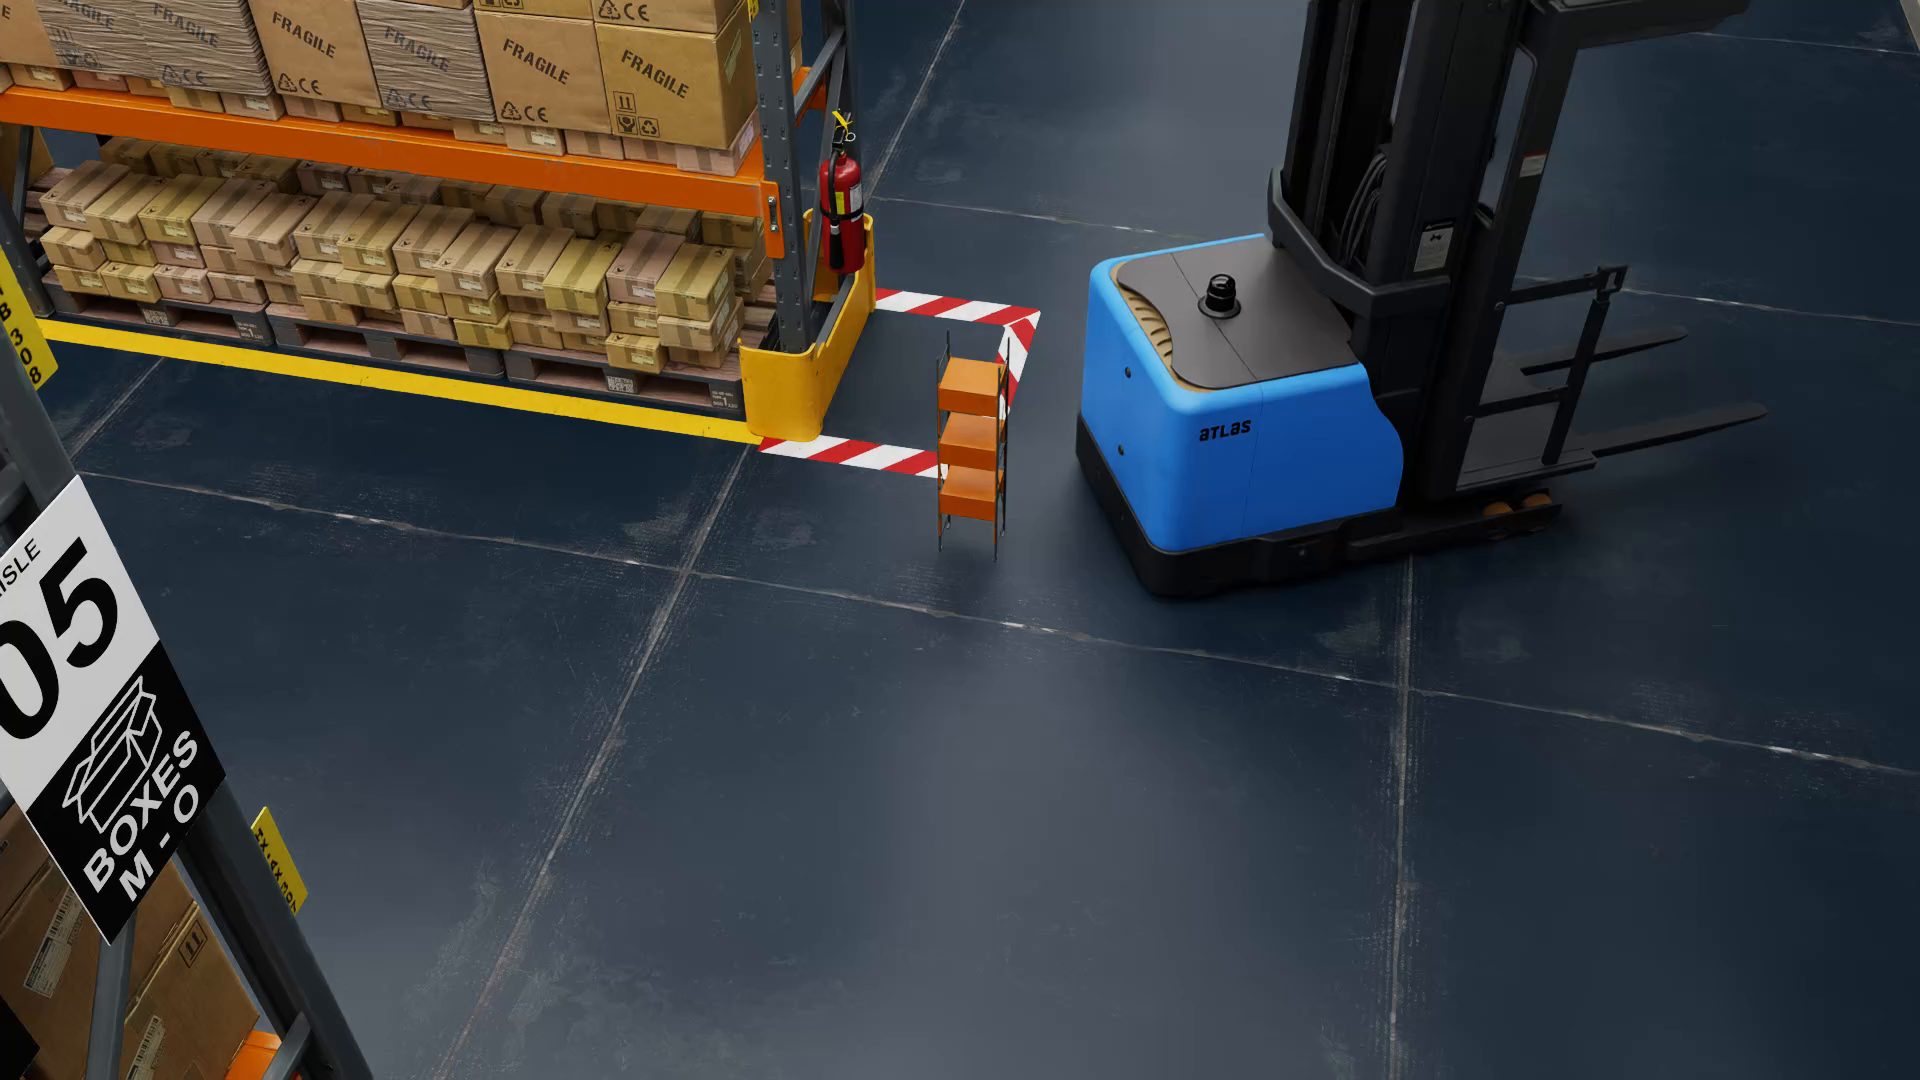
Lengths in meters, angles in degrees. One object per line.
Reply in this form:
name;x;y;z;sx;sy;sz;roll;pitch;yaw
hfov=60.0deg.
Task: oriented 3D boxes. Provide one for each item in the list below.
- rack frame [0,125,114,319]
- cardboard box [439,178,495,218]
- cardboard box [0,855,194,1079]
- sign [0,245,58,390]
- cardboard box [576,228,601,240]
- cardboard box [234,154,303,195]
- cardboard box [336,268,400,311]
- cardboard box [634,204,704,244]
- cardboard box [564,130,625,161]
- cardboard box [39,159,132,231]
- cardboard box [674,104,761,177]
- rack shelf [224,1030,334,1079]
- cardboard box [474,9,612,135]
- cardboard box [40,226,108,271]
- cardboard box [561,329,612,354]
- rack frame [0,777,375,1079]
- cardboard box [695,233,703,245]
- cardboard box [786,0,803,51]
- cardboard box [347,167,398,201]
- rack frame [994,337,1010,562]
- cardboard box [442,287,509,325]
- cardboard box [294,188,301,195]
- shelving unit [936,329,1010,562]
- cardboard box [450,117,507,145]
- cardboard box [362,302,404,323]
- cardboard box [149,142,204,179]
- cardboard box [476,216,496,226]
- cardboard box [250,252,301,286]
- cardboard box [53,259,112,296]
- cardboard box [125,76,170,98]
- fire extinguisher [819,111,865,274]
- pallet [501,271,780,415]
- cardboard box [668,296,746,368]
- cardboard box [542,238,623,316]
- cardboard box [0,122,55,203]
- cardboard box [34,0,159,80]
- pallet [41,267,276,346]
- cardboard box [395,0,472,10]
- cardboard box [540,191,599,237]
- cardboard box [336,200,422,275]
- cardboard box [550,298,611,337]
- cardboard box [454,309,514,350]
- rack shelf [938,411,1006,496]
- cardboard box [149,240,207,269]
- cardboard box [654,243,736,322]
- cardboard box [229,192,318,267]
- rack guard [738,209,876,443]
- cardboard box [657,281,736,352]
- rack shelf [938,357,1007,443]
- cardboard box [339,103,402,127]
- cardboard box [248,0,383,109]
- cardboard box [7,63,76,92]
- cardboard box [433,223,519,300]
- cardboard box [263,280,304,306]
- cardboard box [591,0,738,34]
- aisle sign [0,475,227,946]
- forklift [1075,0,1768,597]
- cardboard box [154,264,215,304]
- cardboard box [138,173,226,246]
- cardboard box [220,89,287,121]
rack frame;-4.538;-2.538;7.684;0.127;3.000;1.000;9;45;9
cardboard box;-2.360;-1.766;8.206;0.250;0.149;0.380;9;45;10
cardboard box;-2.023;0.771;3.453;0.500;0.500;0.500;8;44;8
sign;-1.490;-0.366;2.577;0.005;0.325;0.100;9;45;9
cardboard box;-1.829;-1.586;8.233;0.250;0.149;0.380;10;45;10
cardboard box;-3.395;-1.862;8.305;0.250;0.149;0.380;10;45;10
cardboard box;-2.748;-1.272;7.907;0.250;0.149;0.380;9;45;9
cardboard box;-1.367;-1.540;7.971;0.250;0.149;0.380;10;45;10
cardboard box;-1.497;-1.791;7.089;0.250;0.149;0.380;8;45;9
cardboard box;-4.247;-1.684;8.121;0.250;0.149;0.380;11;45;11
cardboard box;-1.014;-1.700;6.994;0.250;0.149;0.380;9;45;9
rack shelf;-3.568;1.389;4.122;4.000;0.370;1.077;9;45;9
cardboard box;-1.631;-2.051;6.891;0.500;0.500;0.500;8;45;8
cardboard box;-4.254;-1.498;8.142;0.250;0.149;0.380;11;45;11
cardboard box;-1.706;-1.064;7.905;0.250;0.149;0.380;9;45;9
rack frame;-1.617;1.433;3.558;0.127;3.000;1.000;9;45;9
cardboard box;-1.345;-1.496;8.140;0.250;0.149;0.380;9;45;9
cardboard box;-1.012;-2.330;7.182;0.500;0.500;0.500;11;45;11
cardboard box;-2.845;-1.851;8.294;0.250;0.149;0.380;7;44;8
rack frame;0.171;-0.352;6.818;0.008;1.050;0.200;9;45;9
cardboard box;-2.227;-1.198;7.830;0.250;0.149;0.380;9;45;10
cardboard box;-3.406;-1.771;8.426;0.250;0.149;0.380;9;45;9
shelving unit;0.052;-0.370;6.838;0.252;1.050;0.215;9;45;9
cardboard box;-2.002;-1.873;7.174;0.250;0.149;0.380;7;44;7
cardboard box;-2.705;-1.233;8.080;0.250;0.149;0.380;10;45;10
cardboard box;-3.876;-1.987;8.435;0.250;0.149;0.380;9;45;10
cardboard box;-2.383;-1.575;8.222;0.250;0.149;0.380;11;45;11
cardboard box;-3.216;-1.407;8.048;0.250;0.149;0.380;11;45;11
cardboard box;-4.253;-1.390;8.244;0.250;0.149;0.380;7;44;7
cardboard box;-3.529;-2.144;7.456;0.250;0.149;0.380;7;44;7
fire extinguisher;-0.489;-1.420;6.847;0.183;0.674;0.296;9;45;9
pallet;-1.494;-1.086;8.186;1.213;0.211;1.003;9;45;9
cardboard box;-1.194;-0.995;7.834;0.250;0.149;0.380;10;45;10
cardboard box;-1.720;-1.210;7.628;0.250;0.149;0.380;8;44;8
cardboard box;-5.201;-2.080;8.708;0.500;0.500;0.500;10;45;11
cardboard box;-3.625;-2.366;7.218;0.500;0.500;0.500;9;45;9
pallet;-3.875;-1.456;8.570;1.213;0.211;1.003;9;45;9
cardboard box;-2.139;-2.486;6.622;0.500;0.500;0.500;11;45;11
cardboard box;-1.845;-1.647;8.082;0.250;0.149;0.380;7;44;7
cardboard box;-2.728;-1.430;7.857;0.250;0.149;0.380;9;45;9
cardboard box;-1.719;-1.128;7.757;0.250;0.149;0.380;7;44;7
cardboard box;-2.212;-1.088;7.931;0.250;0.149;0.380;7;44;7
rack shelf;0.052;-0.363;6.845;0.240;0.259;0.215;9;45;9
cardboard box;-3.742;-1.508;8.152;0.250;0.149;0.380;9;45;9
cardboard box;-1.206;-1.179;7.596;0.250;0.149;0.380;9;45;10
cardboard box;-3.244;-1.479;7.908;0.250;0.149;0.380;10;45;10
rack guard;-0.709;-1.043;7.933;0.348;0.500;1.175;9;45;9
cardboard box;-1.212;-1.050;7.677;0.250;0.149;0.380;8;44;8
rack shelf;0.052;-0.567;6.648;0.240;0.259;0.215;9;45;9
cardboard box;-2.515;-1.984;7.289;0.250;0.149;0.380;10;45;10
cardboard box;-2.612;-2.204;7.050;0.500;0.500;0.500;11;45;11
cardboard box;-4.065;-2.194;7.508;0.250;0.149;0.380;10;45;10
cardboard box;-2.233;-1.295;7.716;0.250;0.149;0.380;10;45;11
cardboard box;-3.210;-1.325;8.177;0.250;0.149;0.380;7;44;7
cardboard box;-1.135;-2.337;6.467;0.500;0.500;0.500;8;44;8
aisle sign;-1.483;0.311;2.849;0.004;0.787;0.394;9;45;9
forklift;2.097;-1.399;6.550;3.031;2.935;1.130;-11;45;-12
cardboard box;-3.739;-1.347;8.199;0.250;0.149;0.380;9;45;9
cardboard box;-3.734;-1.597;8.030;0.250;0.149;0.380;8;45;8
cardboard box;-3.037;-2.017;7.323;0.250;0.149;0.380;11;45;11
